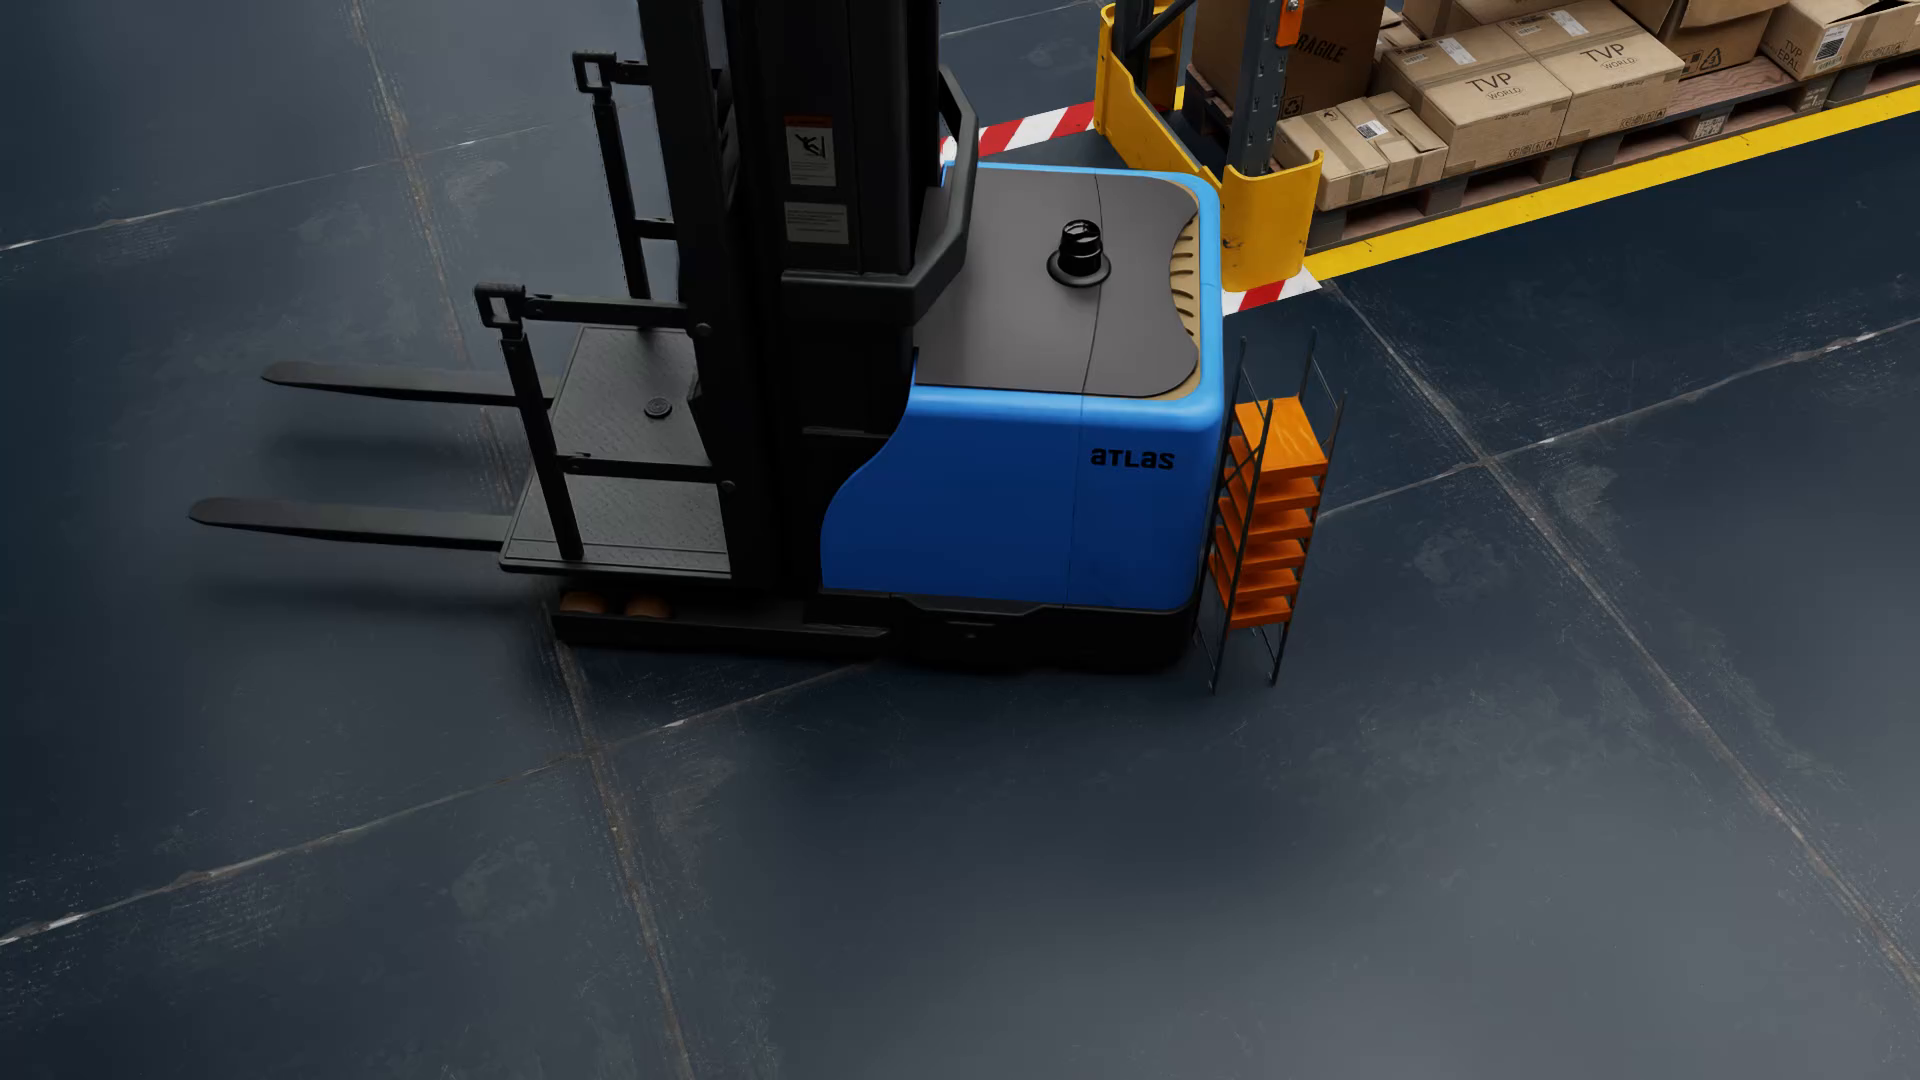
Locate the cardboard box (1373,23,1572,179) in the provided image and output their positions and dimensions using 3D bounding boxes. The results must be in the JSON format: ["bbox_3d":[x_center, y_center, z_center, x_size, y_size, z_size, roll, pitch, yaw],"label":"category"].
[{"bbox_3d":[1.898,-1.643,6.206,0.500,0.250,0.500,-17,52,-14],"label":"cardboard box"}]

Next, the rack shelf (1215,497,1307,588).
[{"bbox_3d":[0.810,-0.007,4.524,0.180,0.103,0.258,-8,50,-7],"label":"rack shelf"}]

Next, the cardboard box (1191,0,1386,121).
[{"bbox_3d":[1.235,-1.953,6.308,0.500,0.500,0.500,-17,52,-14],"label":"cardboard box"}]

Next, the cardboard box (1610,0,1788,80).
[{"bbox_3d":[2.791,-2.230,6.544,0.637,0.503,0.797,-17,52,-14],"label":"cardboard box"}]

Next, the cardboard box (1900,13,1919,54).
[{"bbox_3d":[3.783,-2.145,6.704,0.250,0.149,0.380,-17,52,-14],"label":"cardboard box"}]

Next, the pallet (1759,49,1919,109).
[{"bbox_3d":[3.892,-2.338,7.119,1.213,0.211,1.003,-17,52,-14],"label":"pallet"}]

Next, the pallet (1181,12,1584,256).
[{"bbox_3d":[1.633,-1.638,6.518,1.213,0.211,1.003,-17,52,-14],"label":"pallet"}]

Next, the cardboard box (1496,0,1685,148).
[{"bbox_3d":[2.361,-1.787,6.329,0.500,0.250,0.500,-17,52,-14],"label":"cardboard box"}]

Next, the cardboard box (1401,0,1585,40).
[{"bbox_3d":[2.126,-2.123,6.619,0.500,0.250,0.500,-17,52,-14],"label":"cardboard box"}]

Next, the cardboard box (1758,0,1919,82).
[{"bbox_3d":[3.413,-2.132,6.586,0.500,0.311,0.500,-17,52,-14],"label":"cardboard box"}]

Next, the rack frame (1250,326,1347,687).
[{"bbox_3d":[0.900,-0.049,4.501,0.006,1.200,0.240,-8,50,-7],"label":"rack frame"}]

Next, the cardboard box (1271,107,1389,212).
[{"bbox_3d":[1.342,-1.389,6.055,0.250,0.149,0.380,-17,52,-14],"label":"cardboard box"}]

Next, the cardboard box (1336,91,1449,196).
[{"bbox_3d":[1.574,-1.466,6.109,0.250,0.166,0.380,-17,52,-14],"label":"cardboard box"}]

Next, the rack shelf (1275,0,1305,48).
[{"bbox_3d":[2.676,-2.635,6.010,4.000,0.370,1.077,-17,52,-14],"label":"rack shelf"}]

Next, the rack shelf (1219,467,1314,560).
[{"bbox_3d":[0.810,-0.086,4.433,0.180,0.103,0.258,-8,50,-7],"label":"rack shelf"}]

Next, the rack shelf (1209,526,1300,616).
[{"bbox_3d":[0.810,0.071,4.615,0.180,0.103,0.258,-8,50,-7],"label":"rack shelf"}]

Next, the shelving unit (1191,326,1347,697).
[{"bbox_3d":[0.810,-0.036,4.490,0.189,1.200,0.258,-8,50,-7],"label":"shelving unit"}]

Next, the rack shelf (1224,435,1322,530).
[{"bbox_3d":[0.810,-0.164,4.342,0.180,0.103,0.258,-8,50,-7],"label":"rack shelf"}]

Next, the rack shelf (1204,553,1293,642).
[{"bbox_3d":[0.810,0.149,4.706,0.180,0.103,0.258,-8,50,-7],"label":"rack shelf"}]

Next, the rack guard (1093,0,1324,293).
[{"bbox_3d":[0.895,-1.503,6.211,0.348,0.500,1.175,-17,52,-14],"label":"rack guard"}]

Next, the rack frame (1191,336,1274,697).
[{"bbox_3d":[0.720,-0.023,4.479,0.006,1.200,0.240,-8,50,-7],"label":"rack frame"}]

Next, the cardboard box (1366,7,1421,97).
[{"bbox_3d":[1.644,-1.898,6.480,0.250,0.166,0.380,-17,52,-14],"label":"cardboard box"}]

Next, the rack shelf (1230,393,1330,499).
[{"bbox_3d":[0.810,-0.242,4.251,0.180,0.103,0.258,-8,50,-7],"label":"rack shelf"}]

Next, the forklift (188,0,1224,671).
[{"bbox_3d":[-0.796,-1.033,4.205,3.031,2.935,1.130,4,49,3],"label":"forklift"}]

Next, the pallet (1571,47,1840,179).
[{"bbox_3d":[2.761,-1.985,6.816,1.213,0.211,1.003,-17,52,-14],"label":"pallet"}]

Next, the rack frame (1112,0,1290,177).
[{"bbox_3d":[0.825,-2.295,5.244,0.127,3.000,1.000,-17,52,-14],"label":"rack frame"}]
